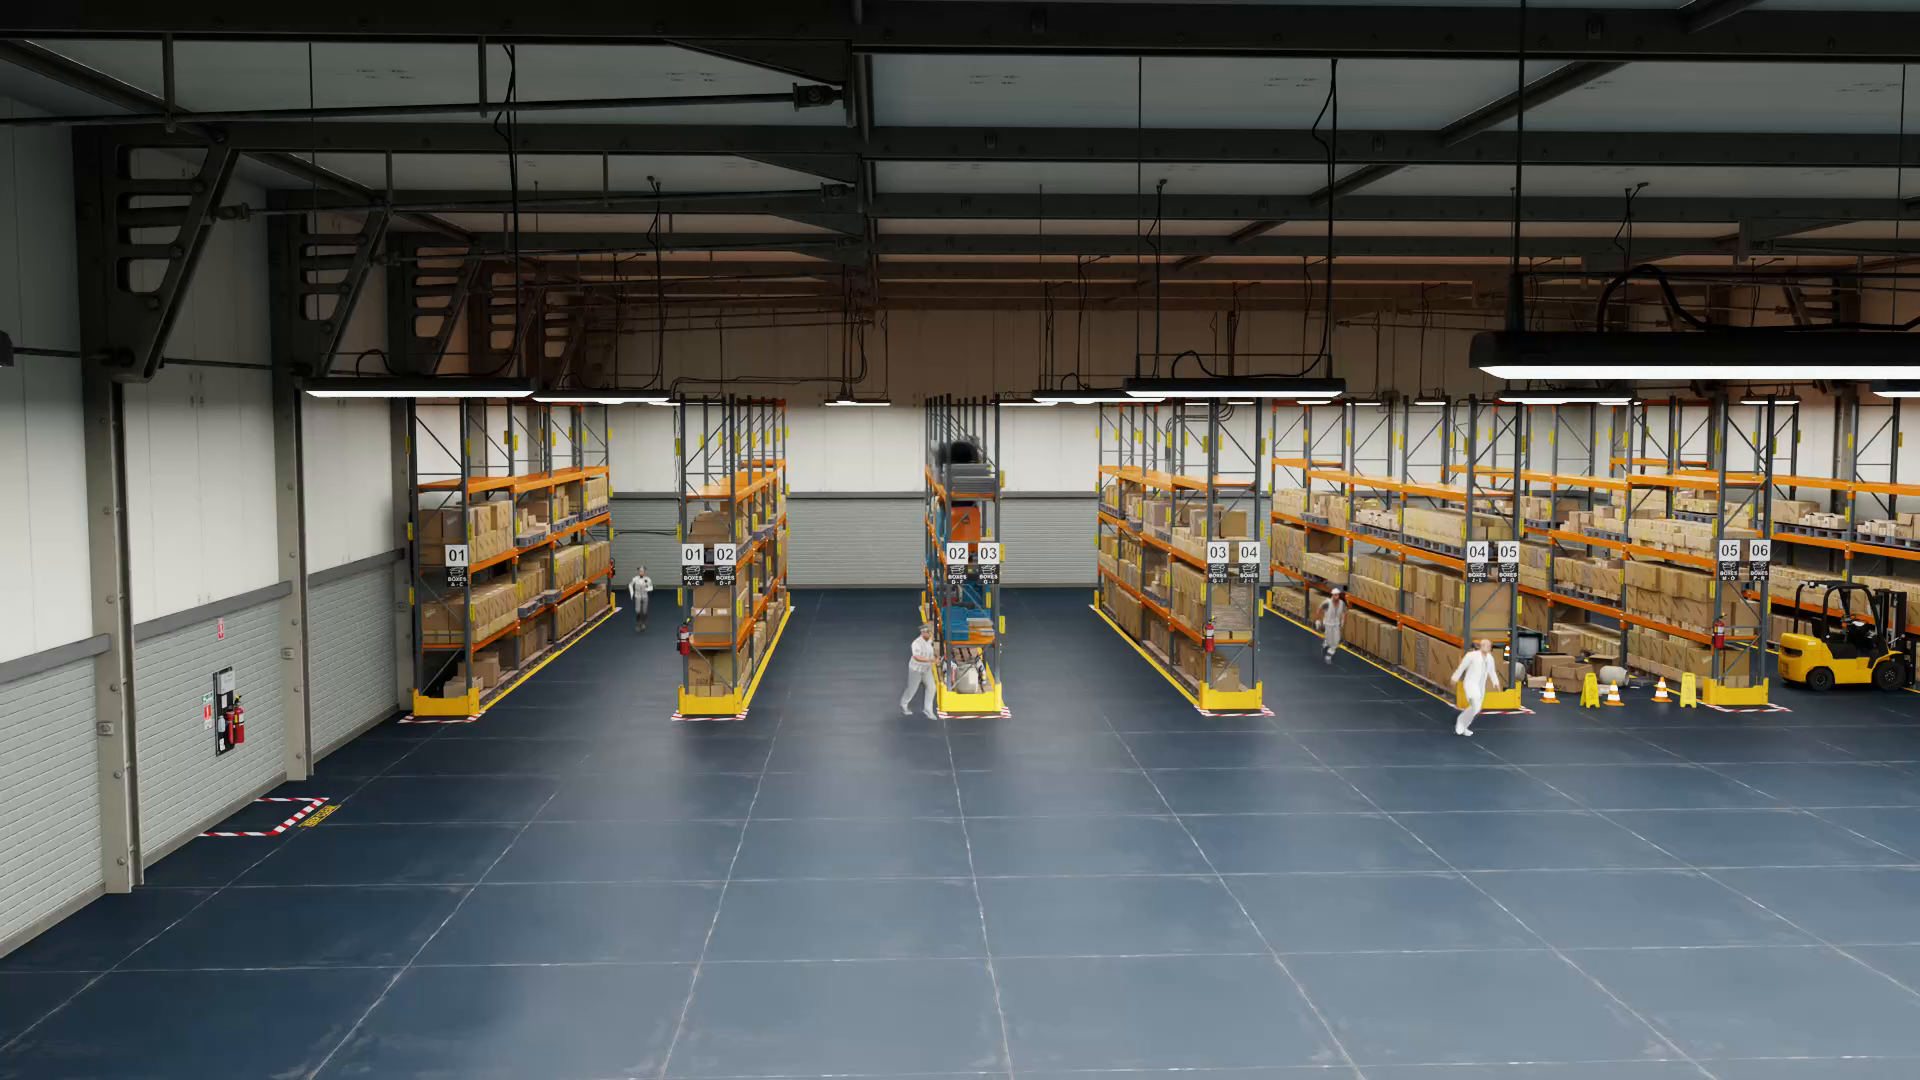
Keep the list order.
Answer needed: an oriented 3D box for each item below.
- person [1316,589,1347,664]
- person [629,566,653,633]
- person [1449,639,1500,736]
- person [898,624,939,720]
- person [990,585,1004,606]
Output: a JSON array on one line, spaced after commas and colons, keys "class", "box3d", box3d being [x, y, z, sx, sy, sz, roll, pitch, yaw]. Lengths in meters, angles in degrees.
[{"class": "person", "box3d": [8.342, 1.921, 37.346, 0.650, 1.715, 0.704, -1, 5, -16]}, {"class": "person", "box3d": [-8.165, 1.518, 42.594, 0.589, 1.718, 0.693, -1, 5, -13]}, {"class": "person", "box3d": [9.000, 2.565, 28.993, 0.688, 1.726, 0.733, -3, 5, -31]}, {"class": "person", "box3d": [-0.709, 2.435, 30.705, 1.052, 1.809, 0.610, 4, 6, 40]}, {"class": "person", "box3d": [0.739, 1.075, 48.195, 0.973, 1.726, 0.685, 2, 5, 24]}]
